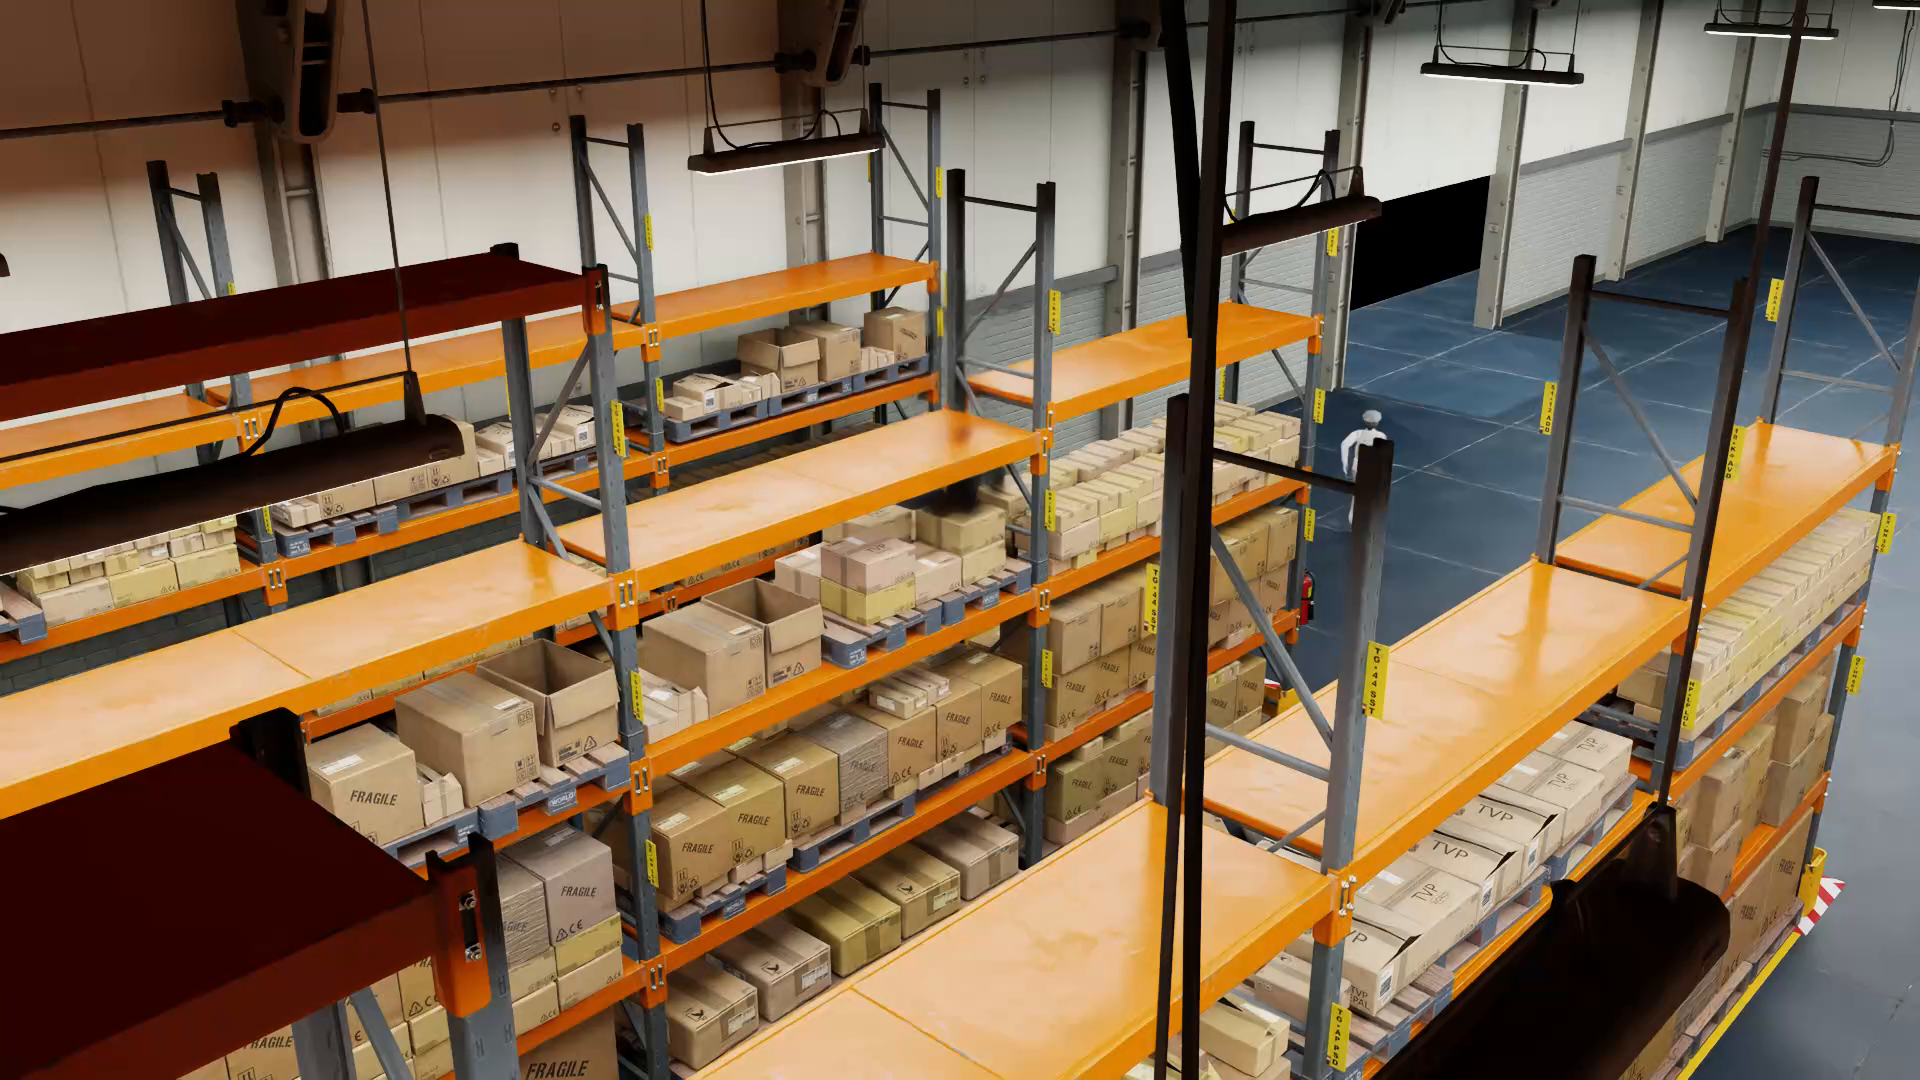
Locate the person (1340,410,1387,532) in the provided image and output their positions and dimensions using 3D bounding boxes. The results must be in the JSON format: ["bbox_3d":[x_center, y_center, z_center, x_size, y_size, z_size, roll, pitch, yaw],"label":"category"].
[{"bbox_3d":[5.365,-0.897,22.132,0.597,1.628,0.552,9,23,23],"label":"person"}]
